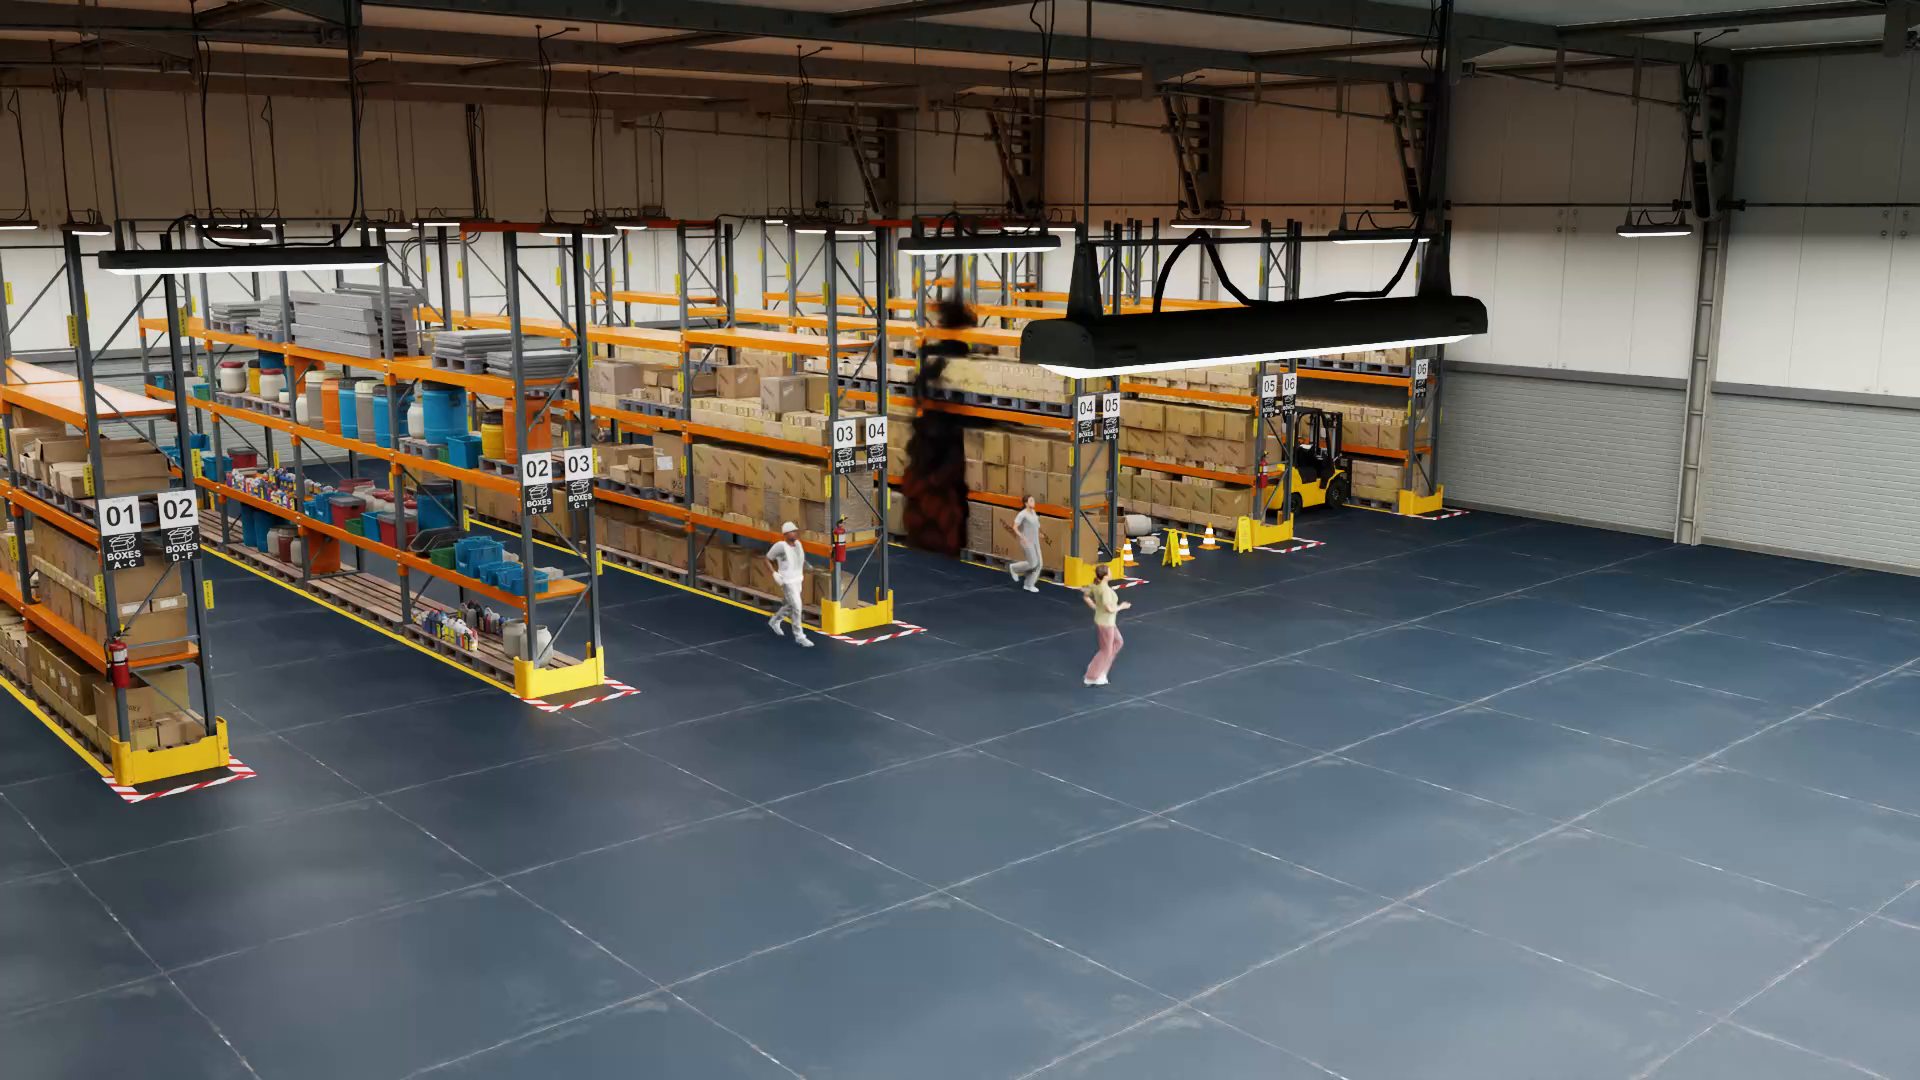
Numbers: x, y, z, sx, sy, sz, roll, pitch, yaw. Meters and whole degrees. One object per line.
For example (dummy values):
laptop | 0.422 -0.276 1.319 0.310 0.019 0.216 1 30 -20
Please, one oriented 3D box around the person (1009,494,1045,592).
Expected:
person | 1.109 0.038 27.617 0.573 1.628 0.573 9 15 39

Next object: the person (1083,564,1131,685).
person | 1.949 1.128 22.093 0.603 1.667 0.562 -2 12 -11

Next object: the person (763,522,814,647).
person | -2.497 0.619 24.269 0.876 1.799 0.690 6 13 29

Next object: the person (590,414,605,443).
person | -8.297 -1.995 37.543 0.589 1.763 0.718 -10 15 -40
